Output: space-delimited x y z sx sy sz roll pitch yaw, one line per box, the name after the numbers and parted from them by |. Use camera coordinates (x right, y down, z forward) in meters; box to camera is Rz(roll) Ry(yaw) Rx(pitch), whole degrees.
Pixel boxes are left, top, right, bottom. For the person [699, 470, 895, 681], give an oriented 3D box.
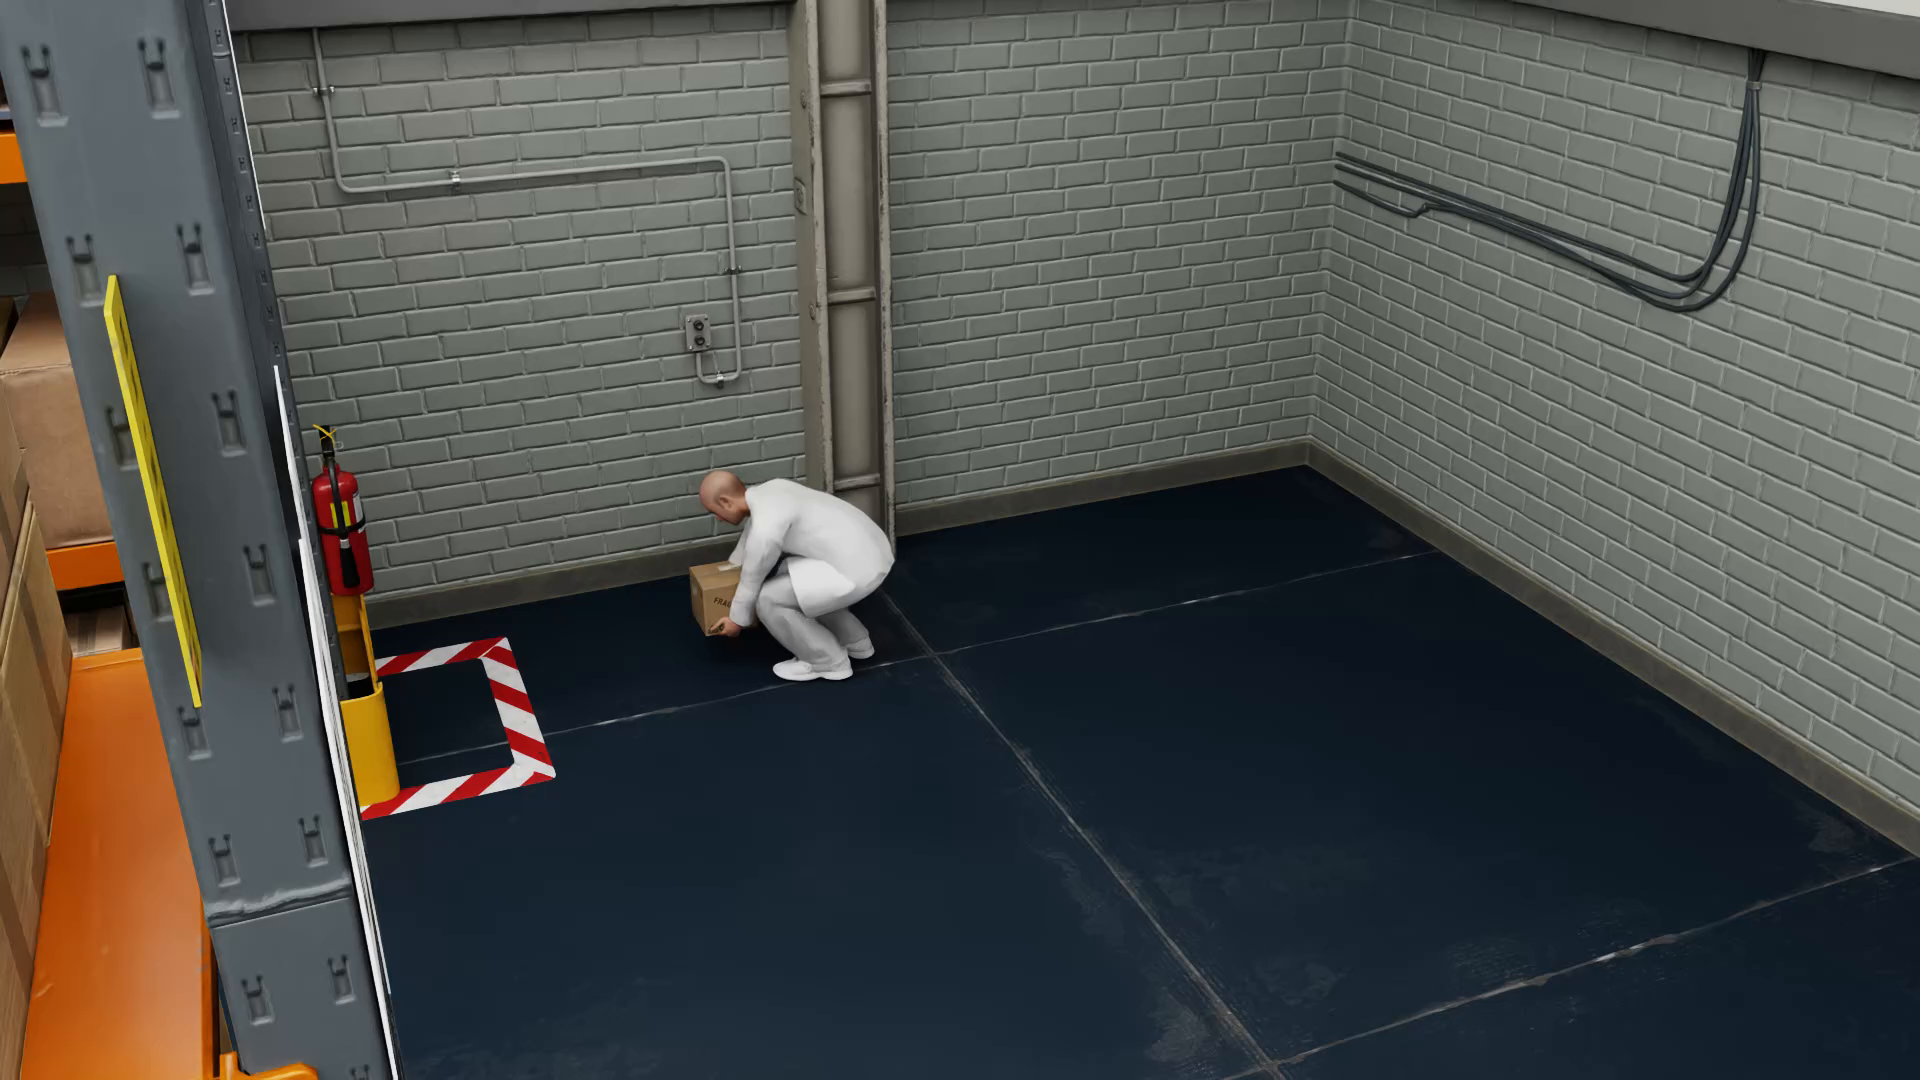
-0.795 0.137 7.751 0.982 0.996 0.573 4 26 8 | person
